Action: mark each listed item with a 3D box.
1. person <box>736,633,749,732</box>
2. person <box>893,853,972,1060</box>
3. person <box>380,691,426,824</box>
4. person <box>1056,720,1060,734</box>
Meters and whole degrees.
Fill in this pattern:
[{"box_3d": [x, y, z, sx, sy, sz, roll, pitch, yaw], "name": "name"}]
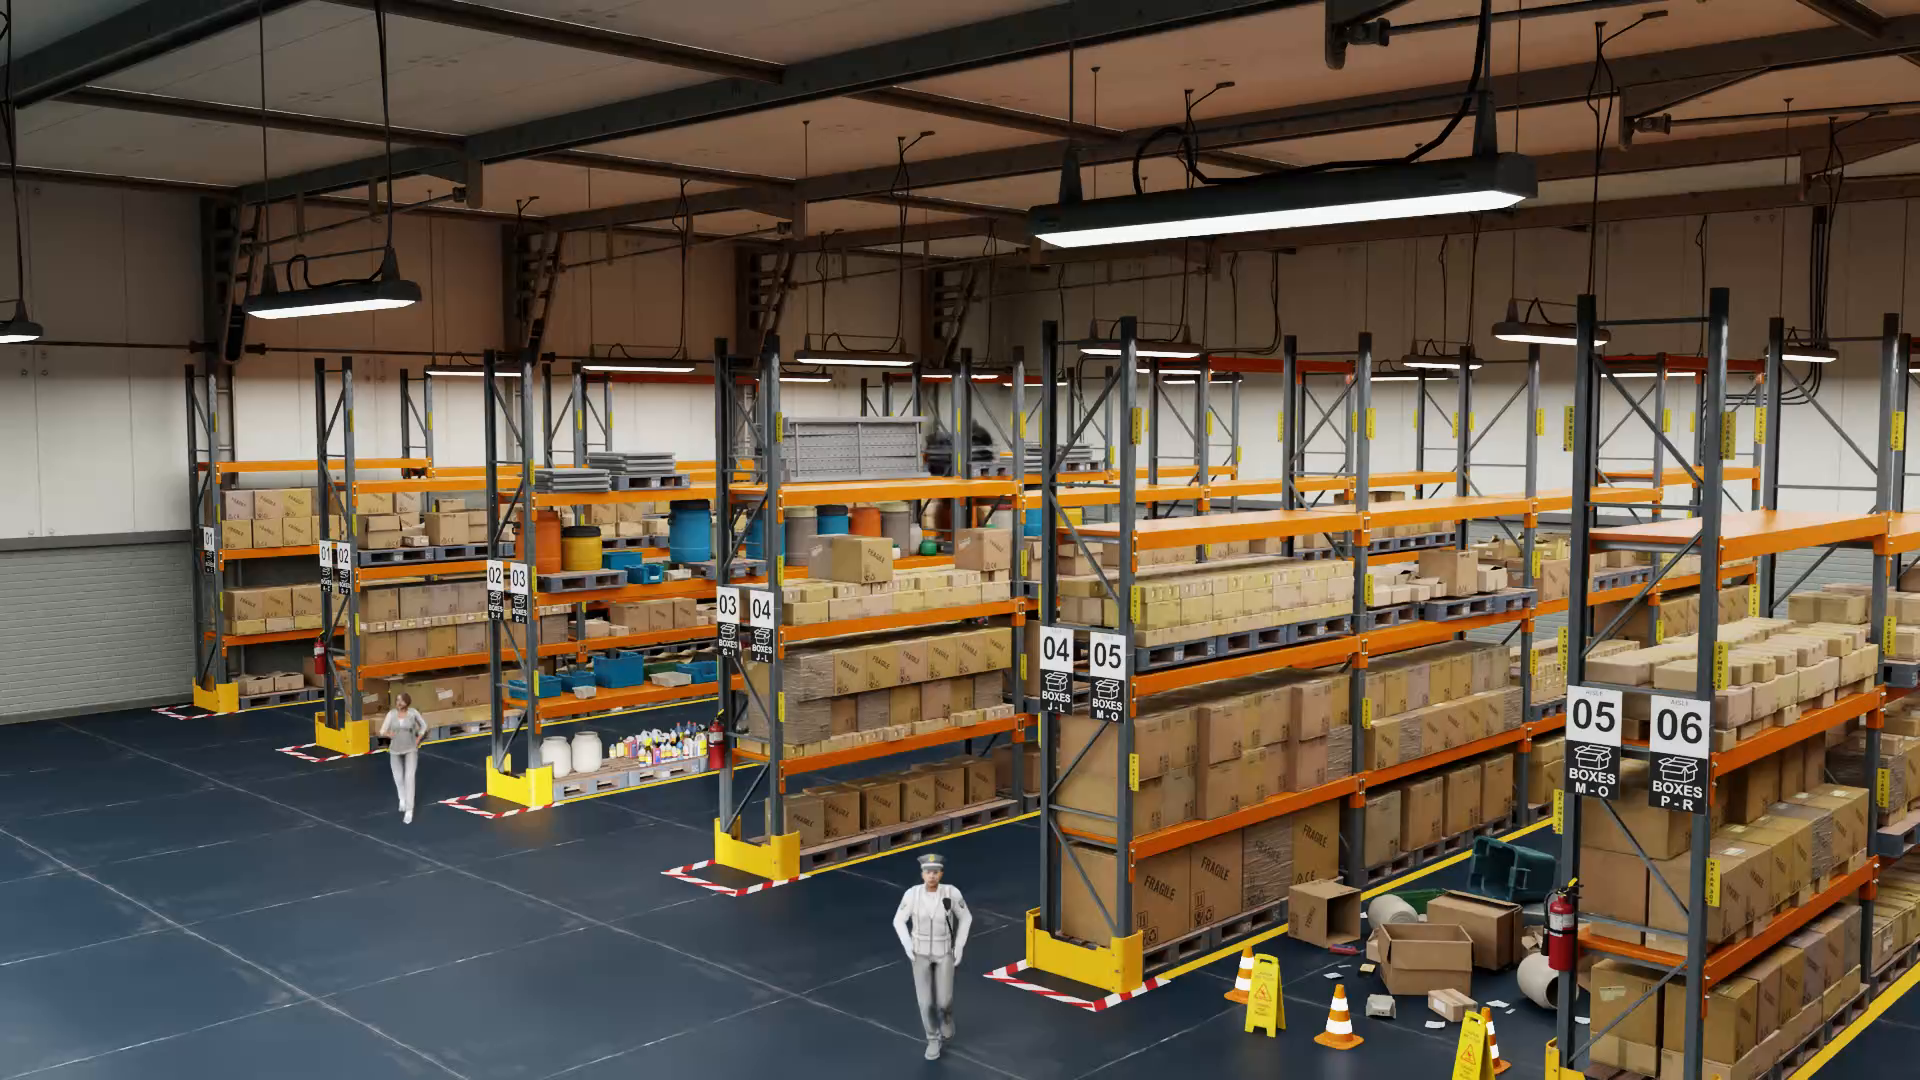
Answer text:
[{"box_3d": [-3.595, 2.236, 26.966, 0.741, 1.770, 0.719, -4, 6, -41], "name": "person"}, {"box_3d": [-0.226, 3.322, 13.362, 0.630, 1.659, 0.518, 0, 4, 4], "name": "person"}, {"box_3d": [-7.104, 2.732, 21.184, 0.542, 1.614, 0.769, -1, 4, -7], "name": "person"}, {"box_3d": [1.559, 2.450, 24.935, 0.571, 1.608, 0.534, 4, 6, 40], "name": "person"}]
